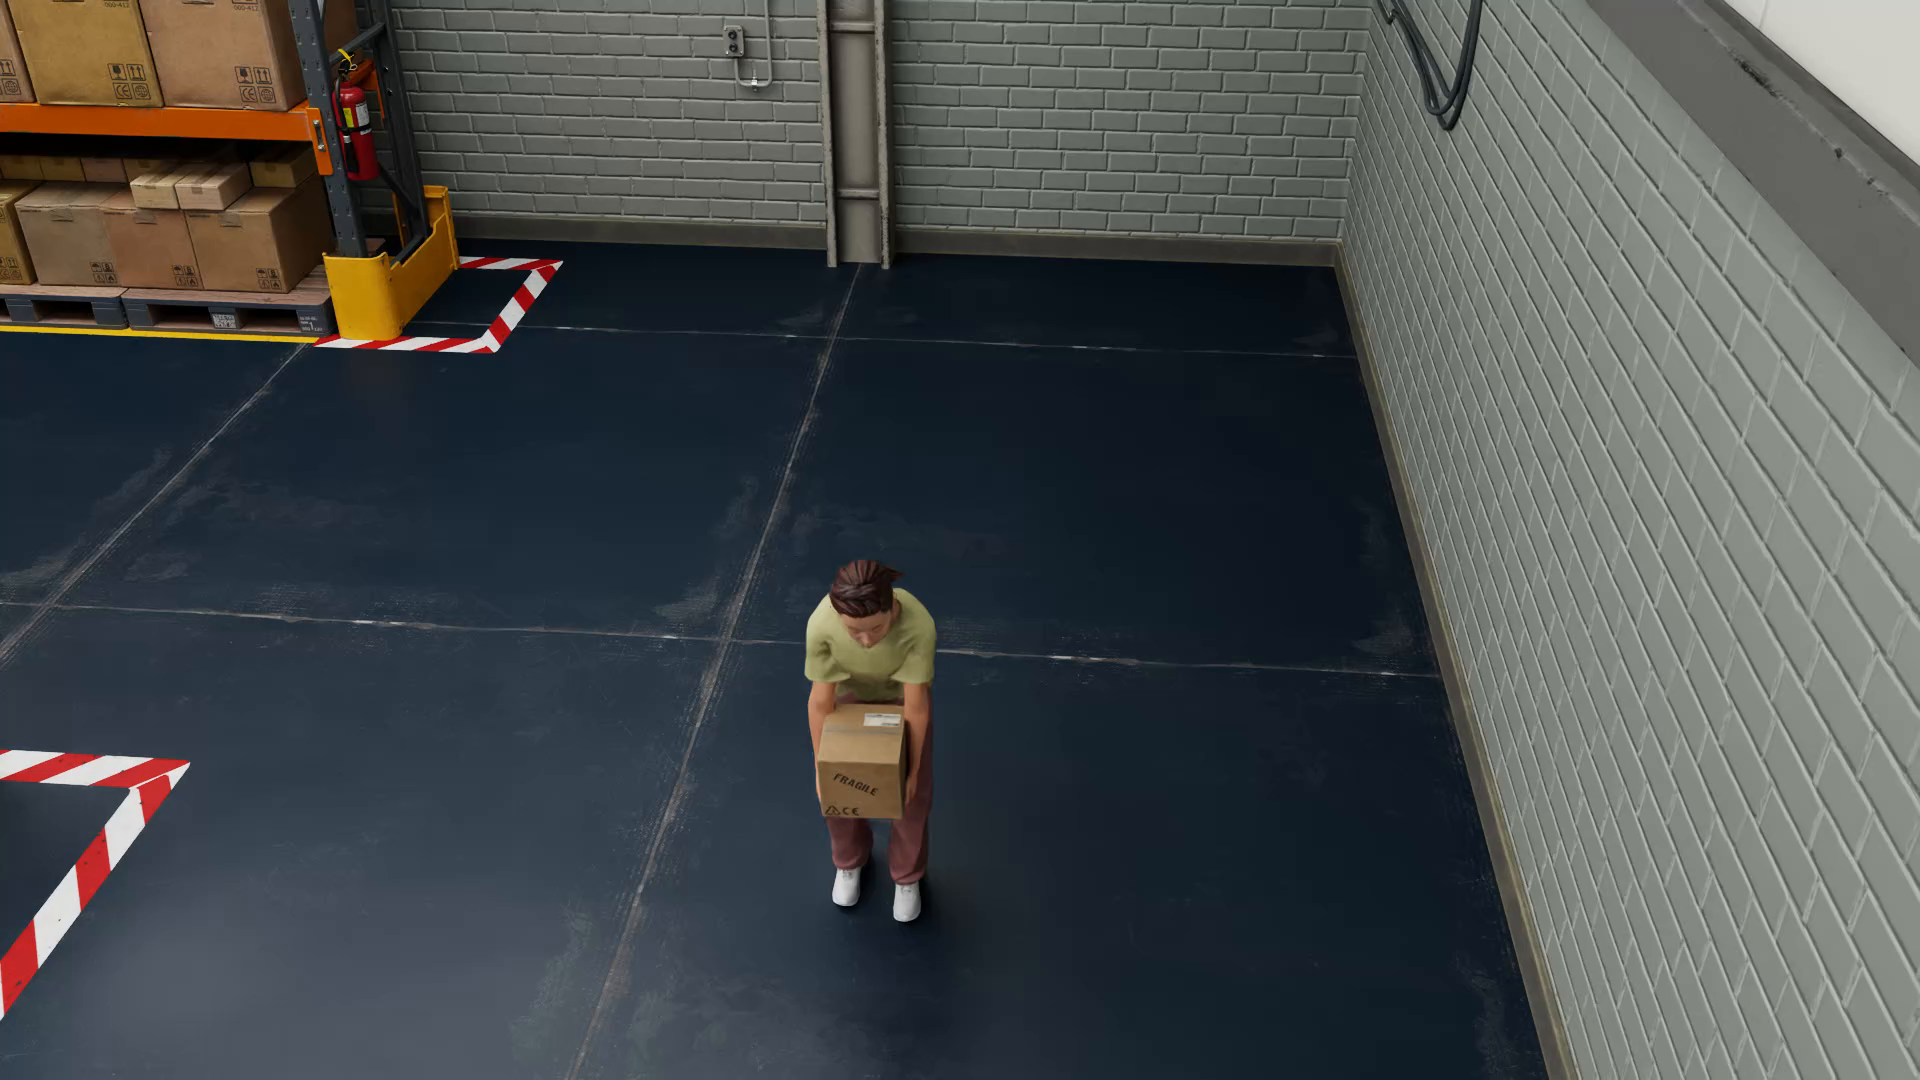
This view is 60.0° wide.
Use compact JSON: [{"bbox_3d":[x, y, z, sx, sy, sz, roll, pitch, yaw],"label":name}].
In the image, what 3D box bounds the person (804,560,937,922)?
[{"bbox_3d":[-0.274,0.610,5.304,0.411,1.533,0.633,2,32,3],"label":"person"}]
